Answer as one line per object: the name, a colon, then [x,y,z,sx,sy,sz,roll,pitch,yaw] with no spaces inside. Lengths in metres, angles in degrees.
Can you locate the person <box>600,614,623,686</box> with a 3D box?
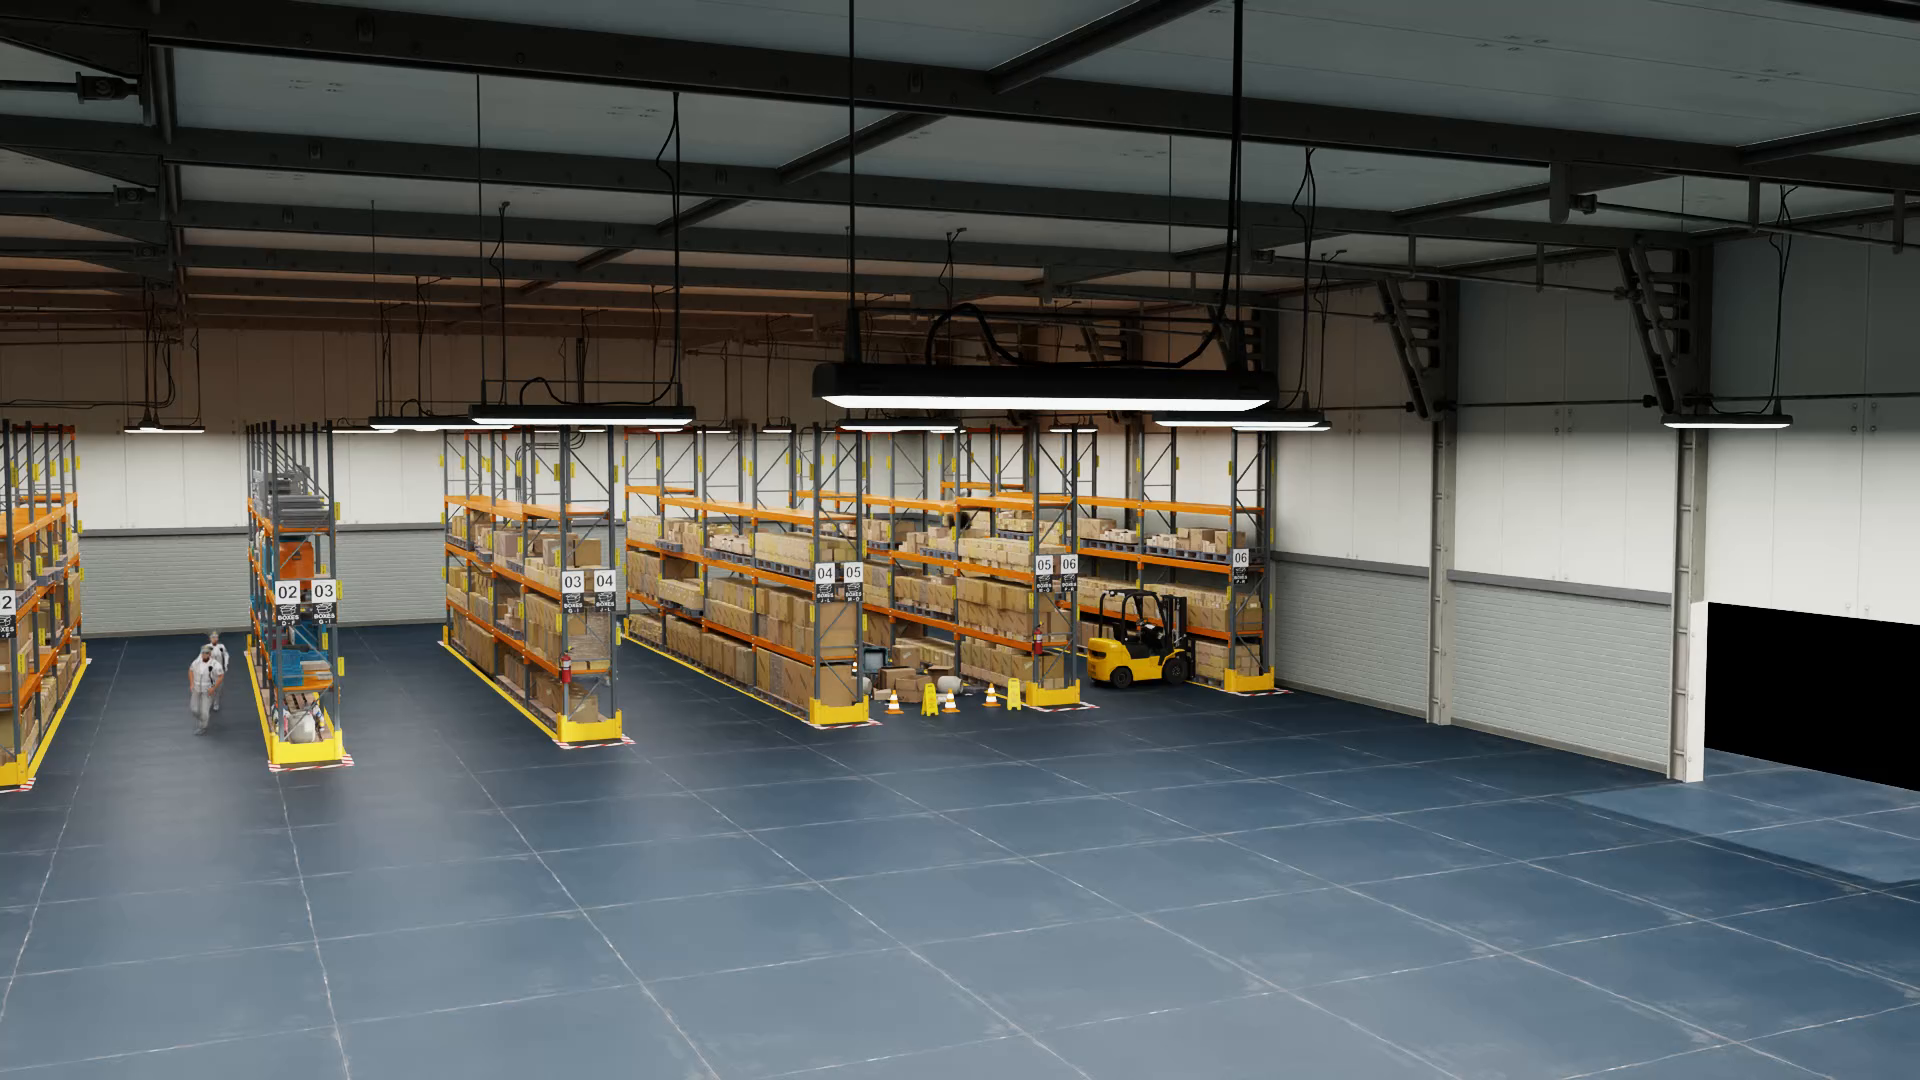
person: [-8.058,2.484,38.167,0.668,1.704,0.713,-3,5,-41]

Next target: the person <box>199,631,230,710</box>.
person: [-15.661,2.723,34.926,0.627,1.650,0.659,-2,4,-33]

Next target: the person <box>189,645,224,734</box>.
person: [-14.521,2.868,32.062,0.691,1.721,0.545,0,4,-2]
